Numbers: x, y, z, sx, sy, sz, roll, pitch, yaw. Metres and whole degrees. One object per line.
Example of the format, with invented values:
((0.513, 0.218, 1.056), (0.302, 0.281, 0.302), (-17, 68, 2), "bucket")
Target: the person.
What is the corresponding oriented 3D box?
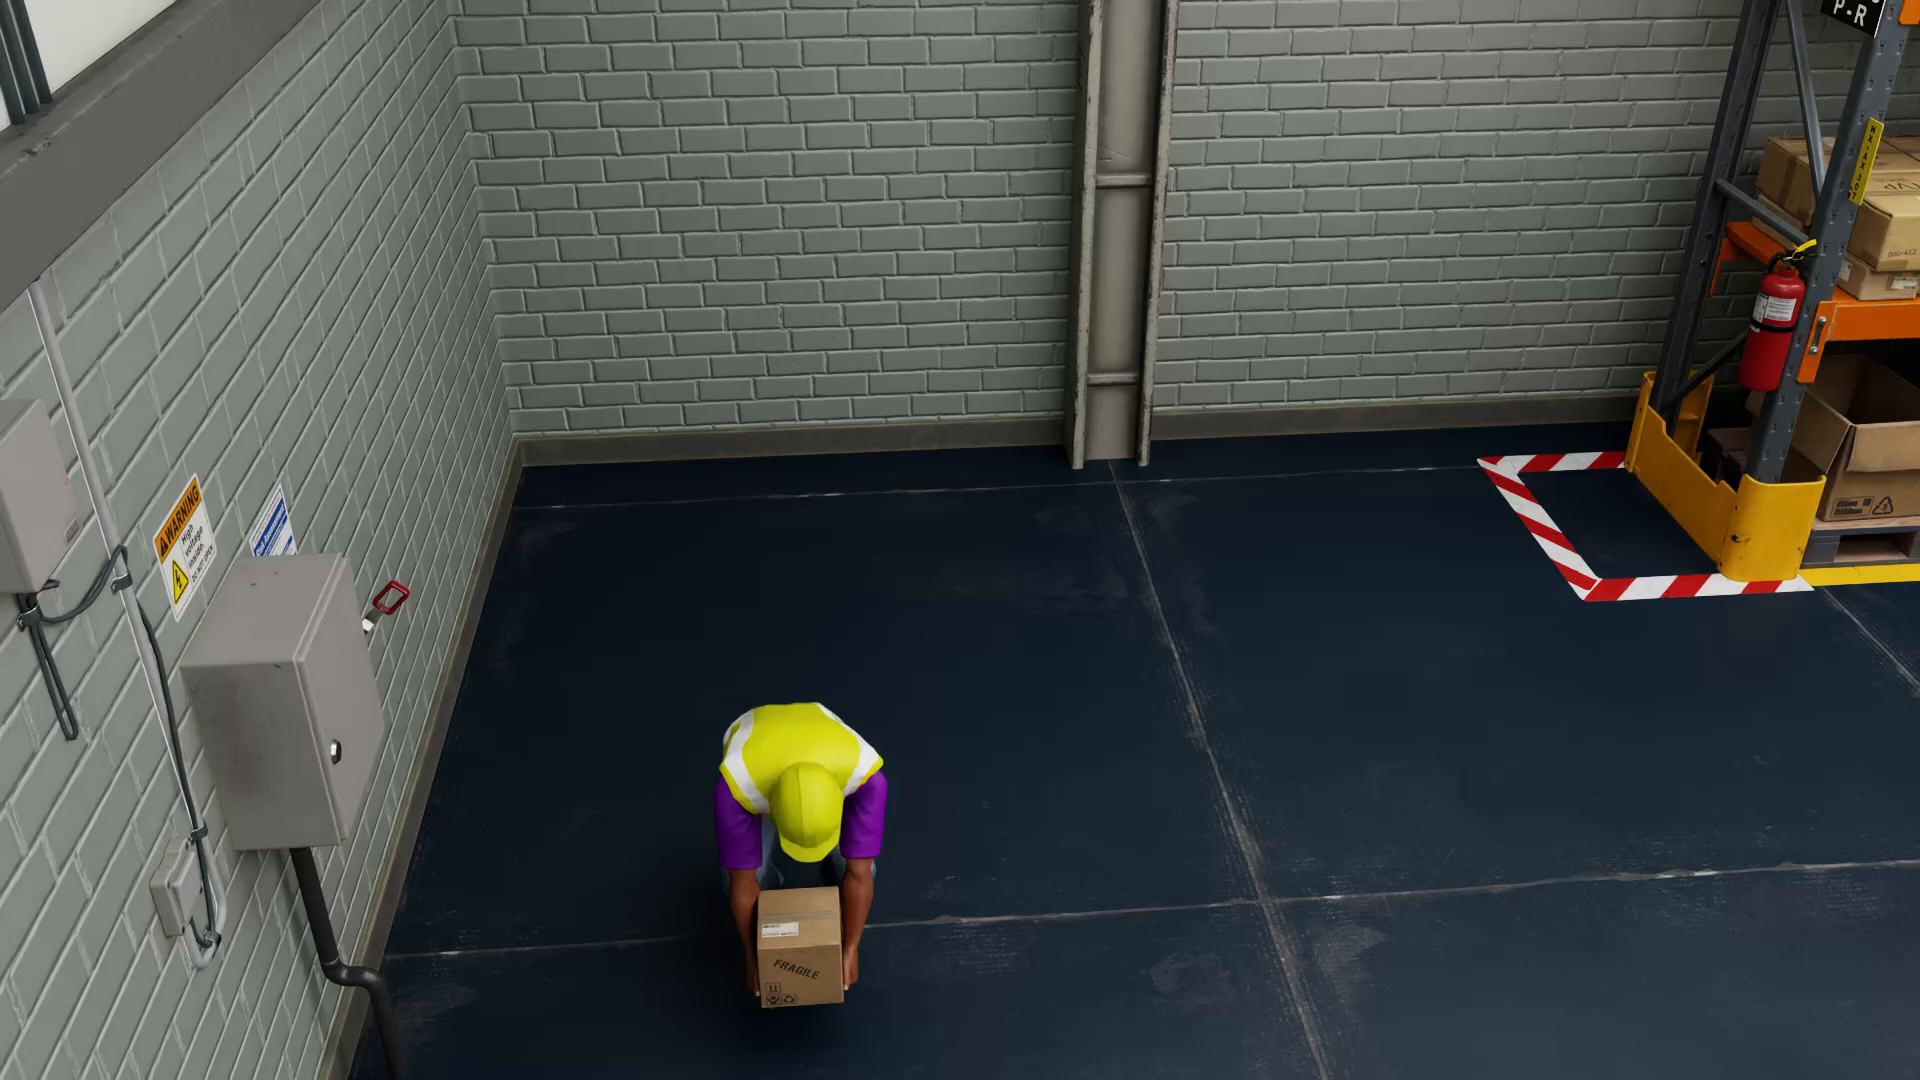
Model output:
((-0.502, 0.924, 5.311), (0.534, 1.009, 0.916), (-4, 31, -6), "person")
